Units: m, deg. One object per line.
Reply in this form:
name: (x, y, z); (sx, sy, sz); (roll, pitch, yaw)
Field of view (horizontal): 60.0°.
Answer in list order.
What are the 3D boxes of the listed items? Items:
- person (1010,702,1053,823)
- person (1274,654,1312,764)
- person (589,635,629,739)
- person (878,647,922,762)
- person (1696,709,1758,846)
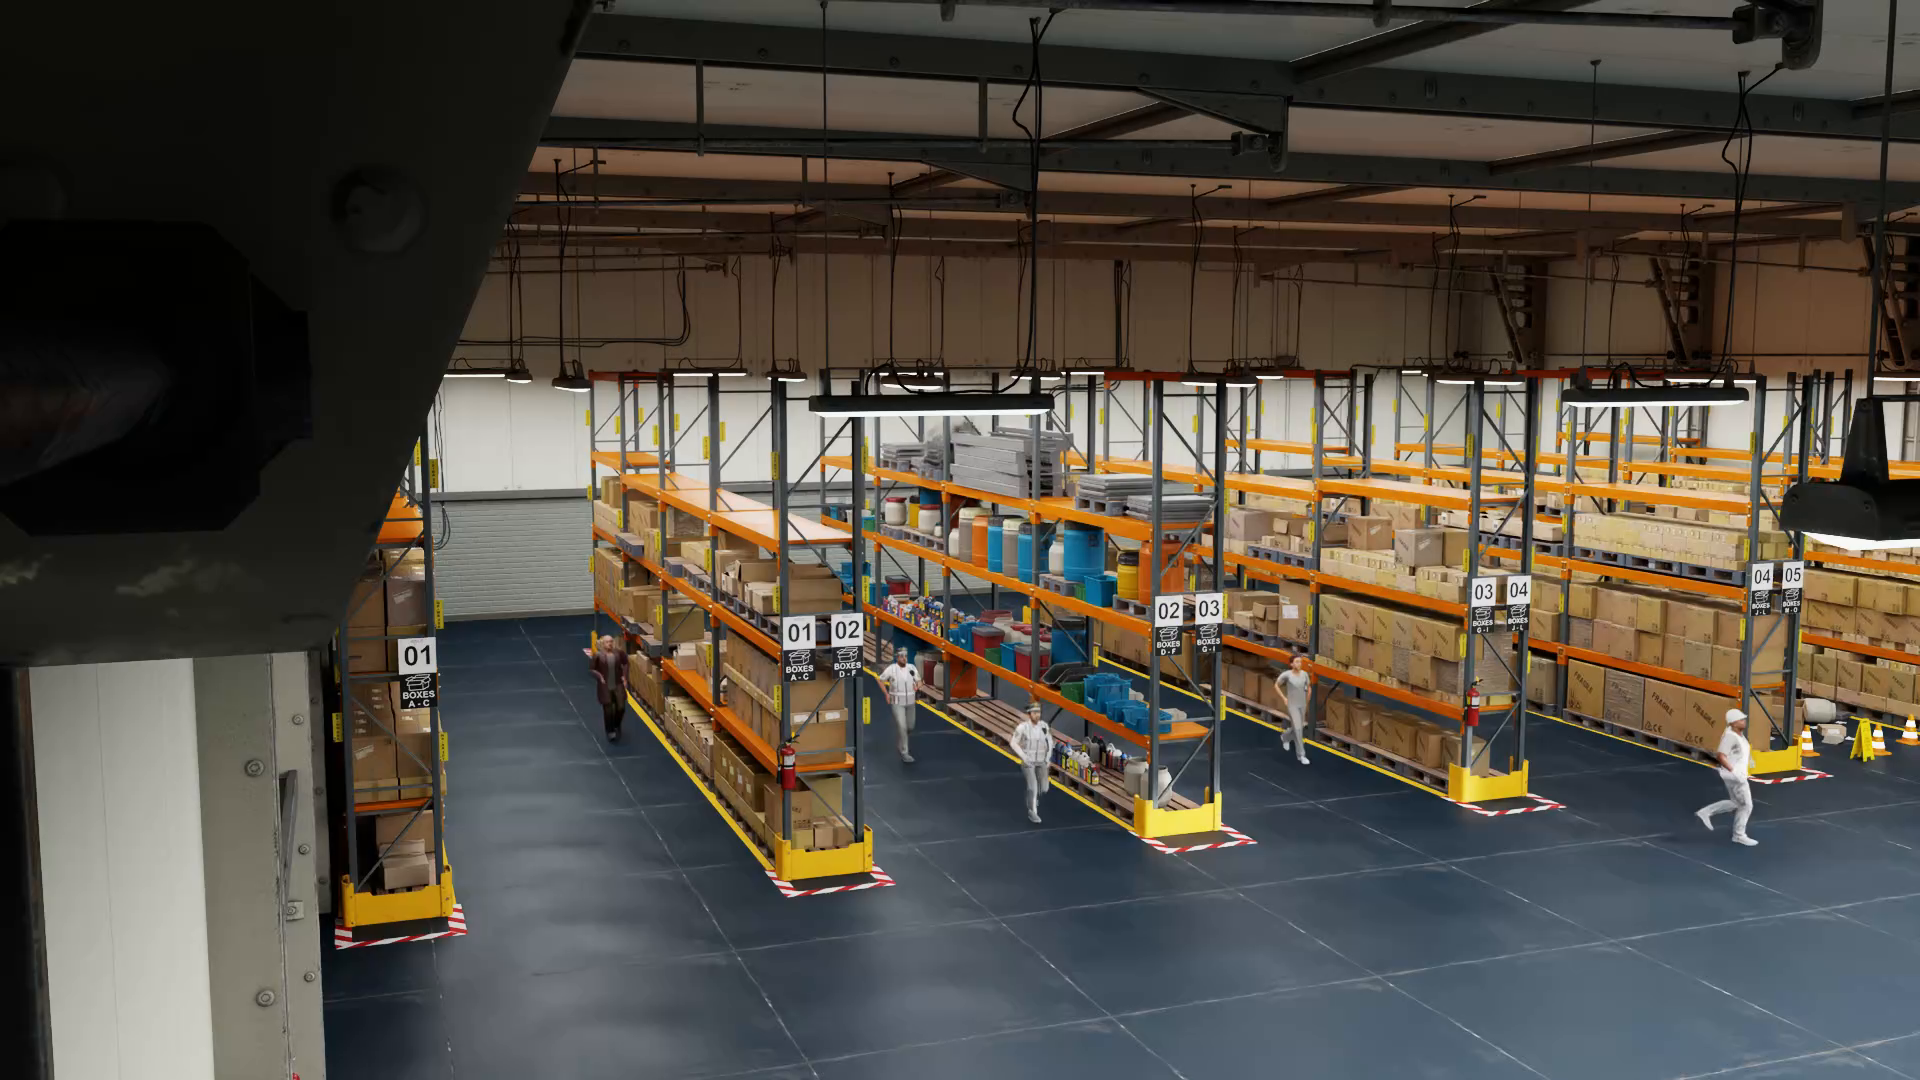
person: (0.980, 2.996, 22.615); (0.637, 1.652, 0.570); (-2, 7, -20)
person: (5.224, 2.596, 25.950); (0.577, 1.656, 0.914); (-2, 7, -20)
person: (-5.708, 2.421, 27.221); (0.682, 1.735, 0.654); (-3, 7, -21)
person: (-0.904, 2.540, 26.081); (0.673, 1.750, 0.923); (-3, 7, -25)
person: (9.997, 3.060, 21.607); (0.749, 1.767, 0.674); (3, 7, 24)
